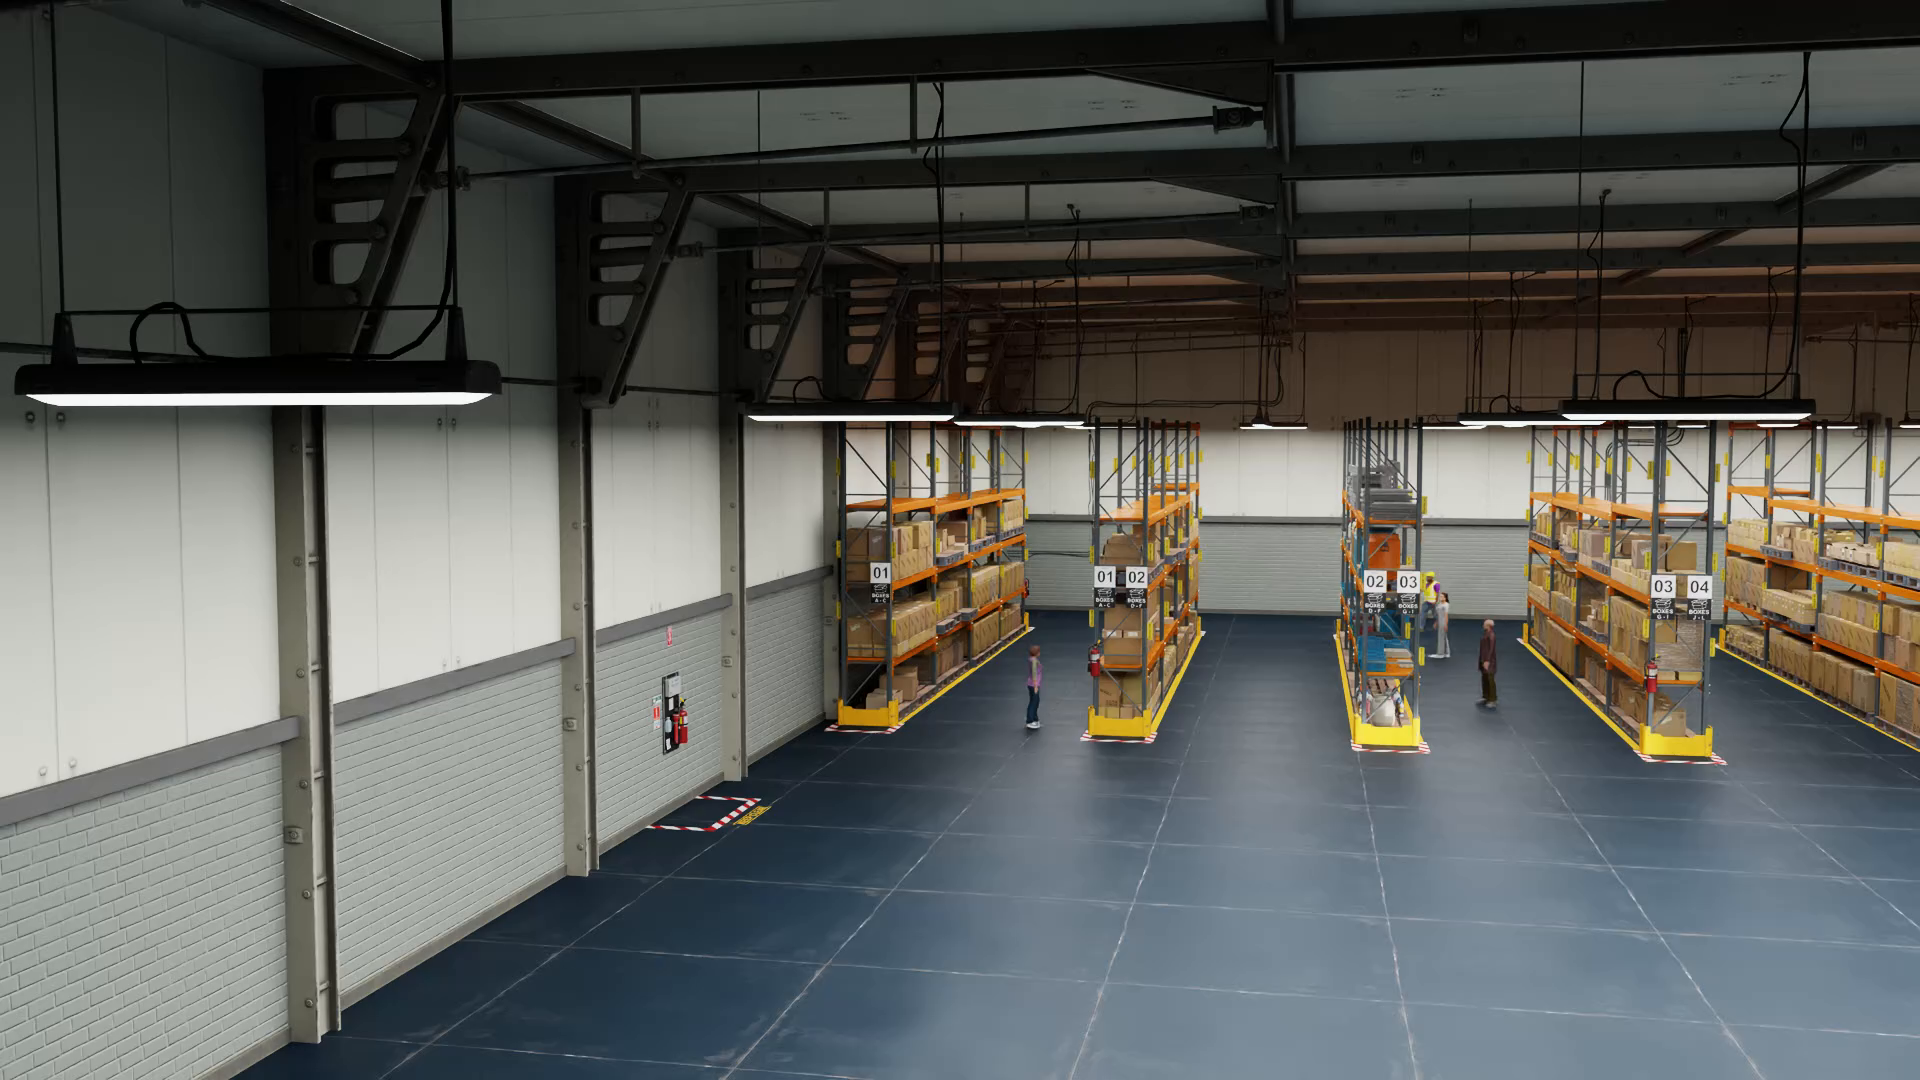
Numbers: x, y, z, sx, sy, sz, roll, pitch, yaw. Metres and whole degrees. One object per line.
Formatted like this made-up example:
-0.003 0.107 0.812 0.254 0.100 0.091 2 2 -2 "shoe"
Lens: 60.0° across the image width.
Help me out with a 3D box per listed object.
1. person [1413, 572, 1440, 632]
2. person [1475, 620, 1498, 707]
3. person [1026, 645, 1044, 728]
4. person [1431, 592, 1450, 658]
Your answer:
13.442 1.772 47.530 1.022 1.739 0.591 -2 4 -33 "person"
11.059 2.585 34.881 0.391 1.835 0.569 -1 4 -10 "person"
1.458 2.856 32.233 0.356 1.644 0.470 0 4 0 "person"
12.209 2.149 42.215 0.477 1.670 0.455 1 4 11 "person"
